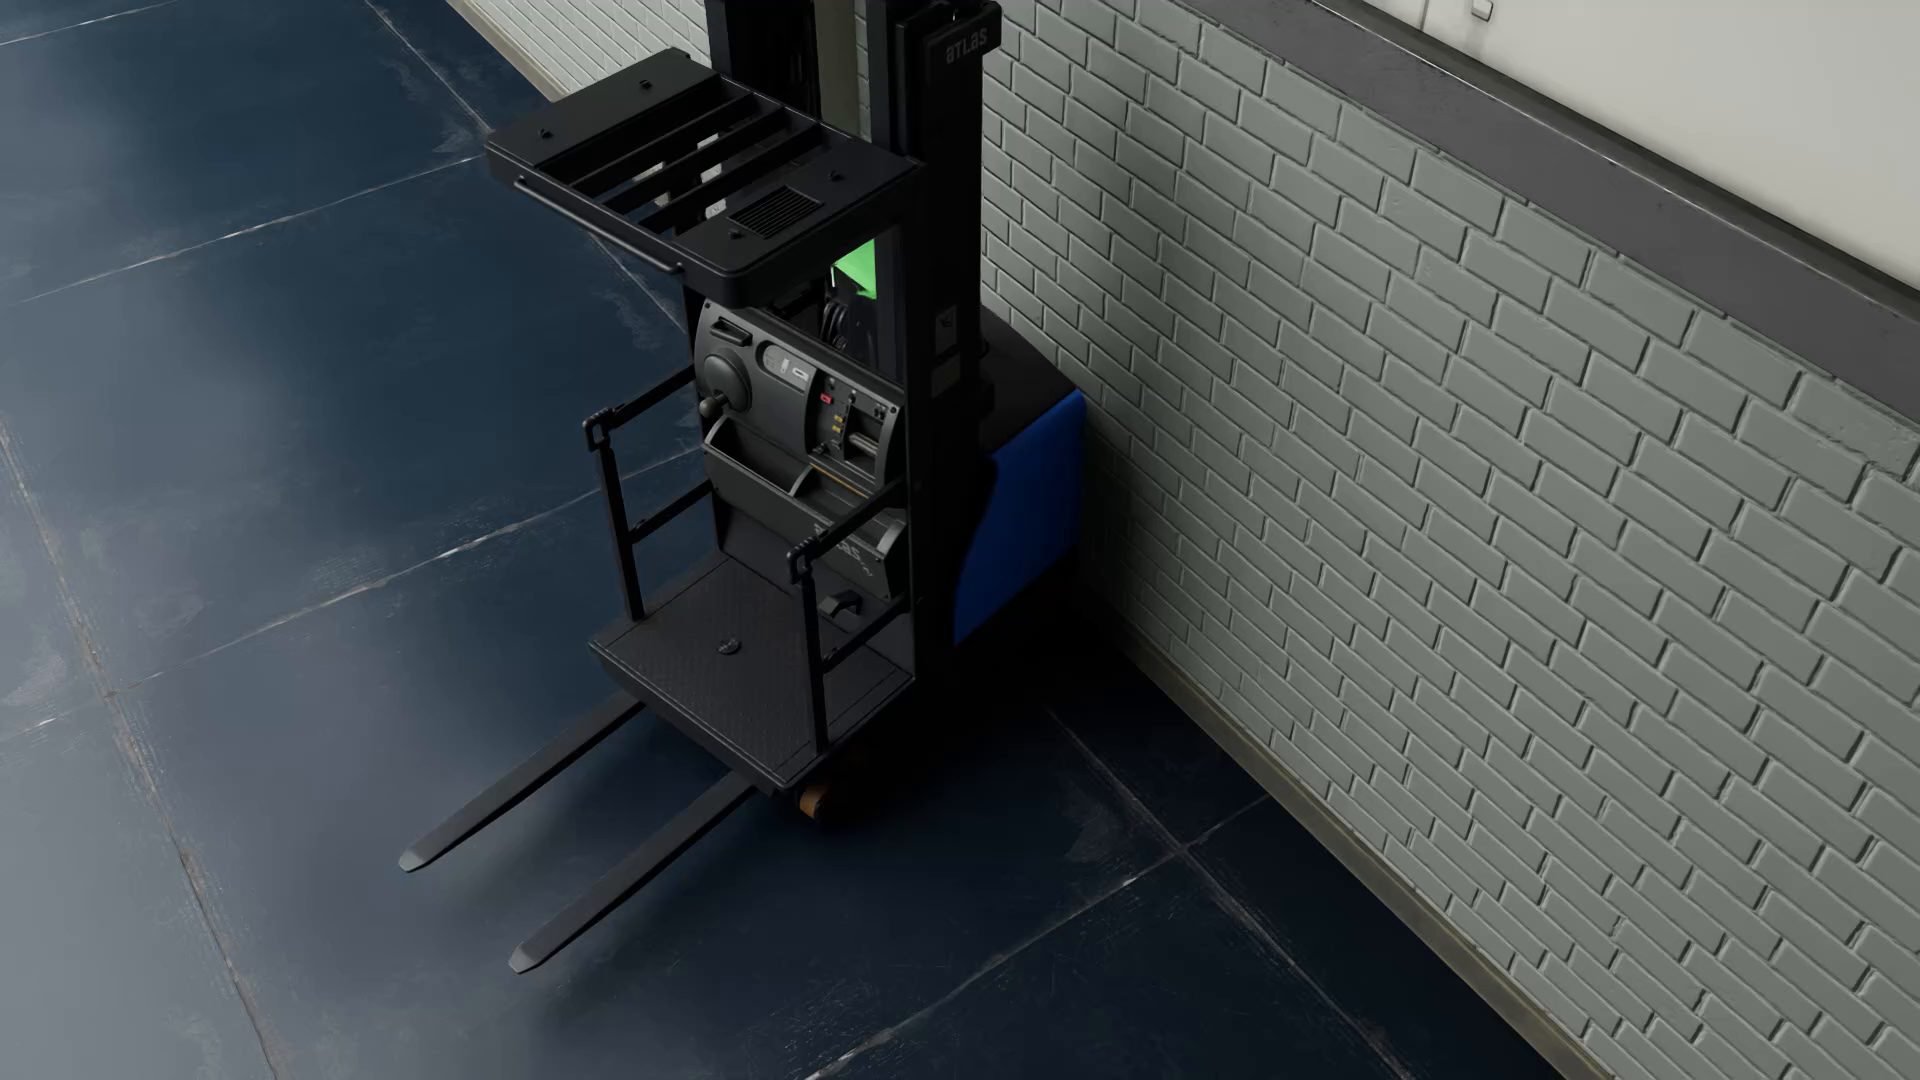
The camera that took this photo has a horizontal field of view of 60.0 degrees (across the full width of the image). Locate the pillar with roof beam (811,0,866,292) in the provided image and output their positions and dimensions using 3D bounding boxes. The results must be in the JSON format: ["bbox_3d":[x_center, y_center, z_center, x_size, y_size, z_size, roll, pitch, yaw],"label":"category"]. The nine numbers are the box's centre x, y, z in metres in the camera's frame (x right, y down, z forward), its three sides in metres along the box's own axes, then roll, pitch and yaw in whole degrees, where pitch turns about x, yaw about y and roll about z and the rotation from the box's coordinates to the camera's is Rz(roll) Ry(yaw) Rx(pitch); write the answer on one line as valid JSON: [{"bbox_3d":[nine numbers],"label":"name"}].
[{"bbox_3d":[-4.178,-2.253,3.084,9.100,9.000,0.400,-26,49,-24],"label":"pillar with roof beam"}]

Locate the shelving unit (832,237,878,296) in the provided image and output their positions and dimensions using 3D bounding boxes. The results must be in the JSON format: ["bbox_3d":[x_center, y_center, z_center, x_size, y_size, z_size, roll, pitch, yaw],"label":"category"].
[{"bbox_3d":[-0.287,-0.777,7.187,0.258,1.200,0.503,-26,45,-26],"label":"shelving unit"}]

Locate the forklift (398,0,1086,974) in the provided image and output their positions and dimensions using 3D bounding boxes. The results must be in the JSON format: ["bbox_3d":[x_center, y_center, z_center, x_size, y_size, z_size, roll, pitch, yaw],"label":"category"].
[{"bbox_3d":[-0.703,-0.421,5.560,1.130,2.935,3.031,31,52,28],"label":"forklift"}]

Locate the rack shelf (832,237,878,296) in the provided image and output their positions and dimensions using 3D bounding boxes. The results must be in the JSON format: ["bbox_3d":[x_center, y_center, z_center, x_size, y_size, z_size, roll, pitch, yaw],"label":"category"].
[{"bbox_3d":[-0.299,-1.096,6.919,0.258,0.148,0.480,-26,45,-26],"label":"rack shelf"}]

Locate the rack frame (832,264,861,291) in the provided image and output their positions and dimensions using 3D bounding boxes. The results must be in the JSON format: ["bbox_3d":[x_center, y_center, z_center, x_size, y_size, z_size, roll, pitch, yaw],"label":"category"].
[{"bbox_3d":[-0.430,-0.902,7.341,0.240,1.200,0.015,-26,45,-26],"label":"rack frame"}]
